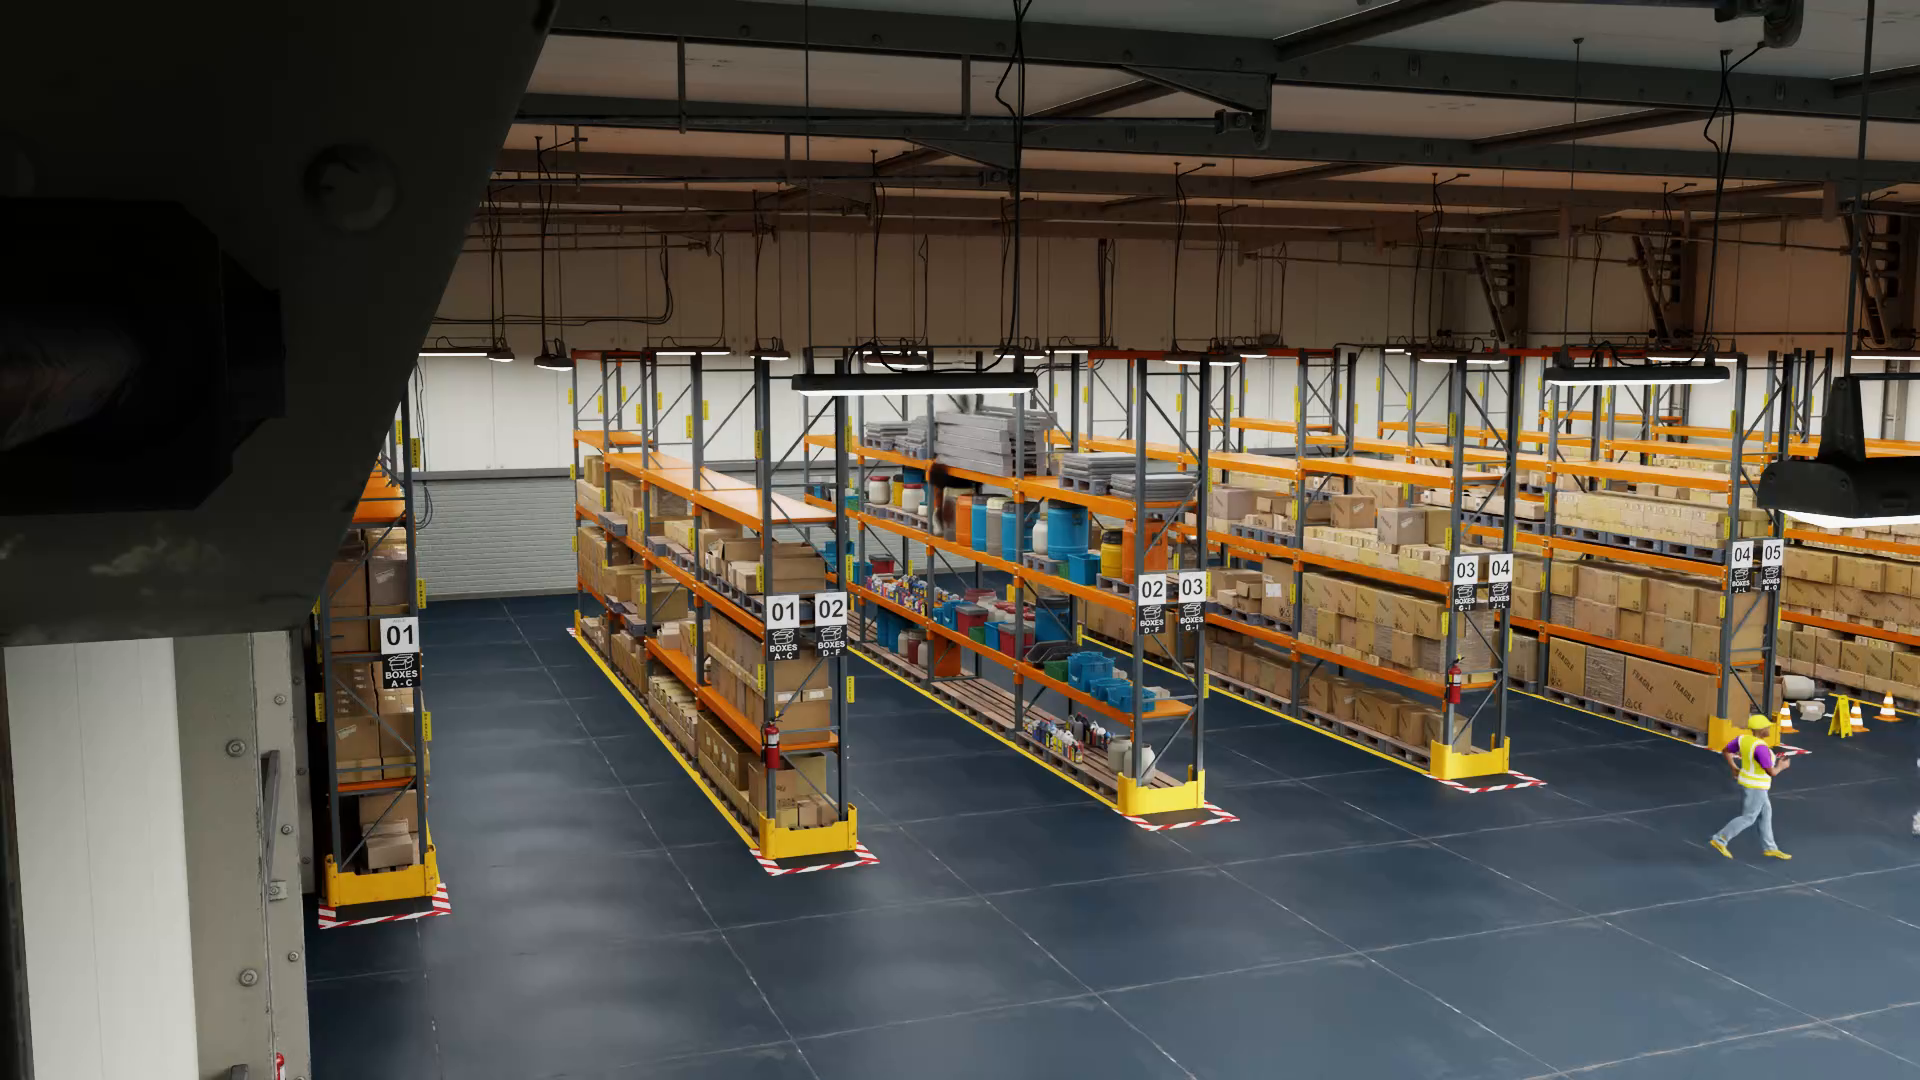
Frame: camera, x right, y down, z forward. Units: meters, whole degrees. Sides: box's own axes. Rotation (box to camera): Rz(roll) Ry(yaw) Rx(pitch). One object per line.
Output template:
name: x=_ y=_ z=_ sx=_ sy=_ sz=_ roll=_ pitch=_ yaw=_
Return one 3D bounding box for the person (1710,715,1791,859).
person: x=9.486 y=2.951 z=19.863 sx=0.983 sy=1.758 sz=0.691 roll=1 pitch=7 yaw=6

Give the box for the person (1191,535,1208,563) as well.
person: x=5.348 y=0.763 z=37.845 sx=0.635 sy=1.811 sz=0.731 roll=-2 pitch=7 yaw=-16

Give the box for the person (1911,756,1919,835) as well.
person: x=12.301 y=2.871 z=20.859 sx=0.599 sy=1.737 sz=0.679 roll=3 pitch=8 yaw=19

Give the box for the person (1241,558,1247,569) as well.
person: x=7.084 y=0.374 z=41.495 sx=0.554 sy=1.591 sz=0.676 roll=6 pitch=9 yaw=39
